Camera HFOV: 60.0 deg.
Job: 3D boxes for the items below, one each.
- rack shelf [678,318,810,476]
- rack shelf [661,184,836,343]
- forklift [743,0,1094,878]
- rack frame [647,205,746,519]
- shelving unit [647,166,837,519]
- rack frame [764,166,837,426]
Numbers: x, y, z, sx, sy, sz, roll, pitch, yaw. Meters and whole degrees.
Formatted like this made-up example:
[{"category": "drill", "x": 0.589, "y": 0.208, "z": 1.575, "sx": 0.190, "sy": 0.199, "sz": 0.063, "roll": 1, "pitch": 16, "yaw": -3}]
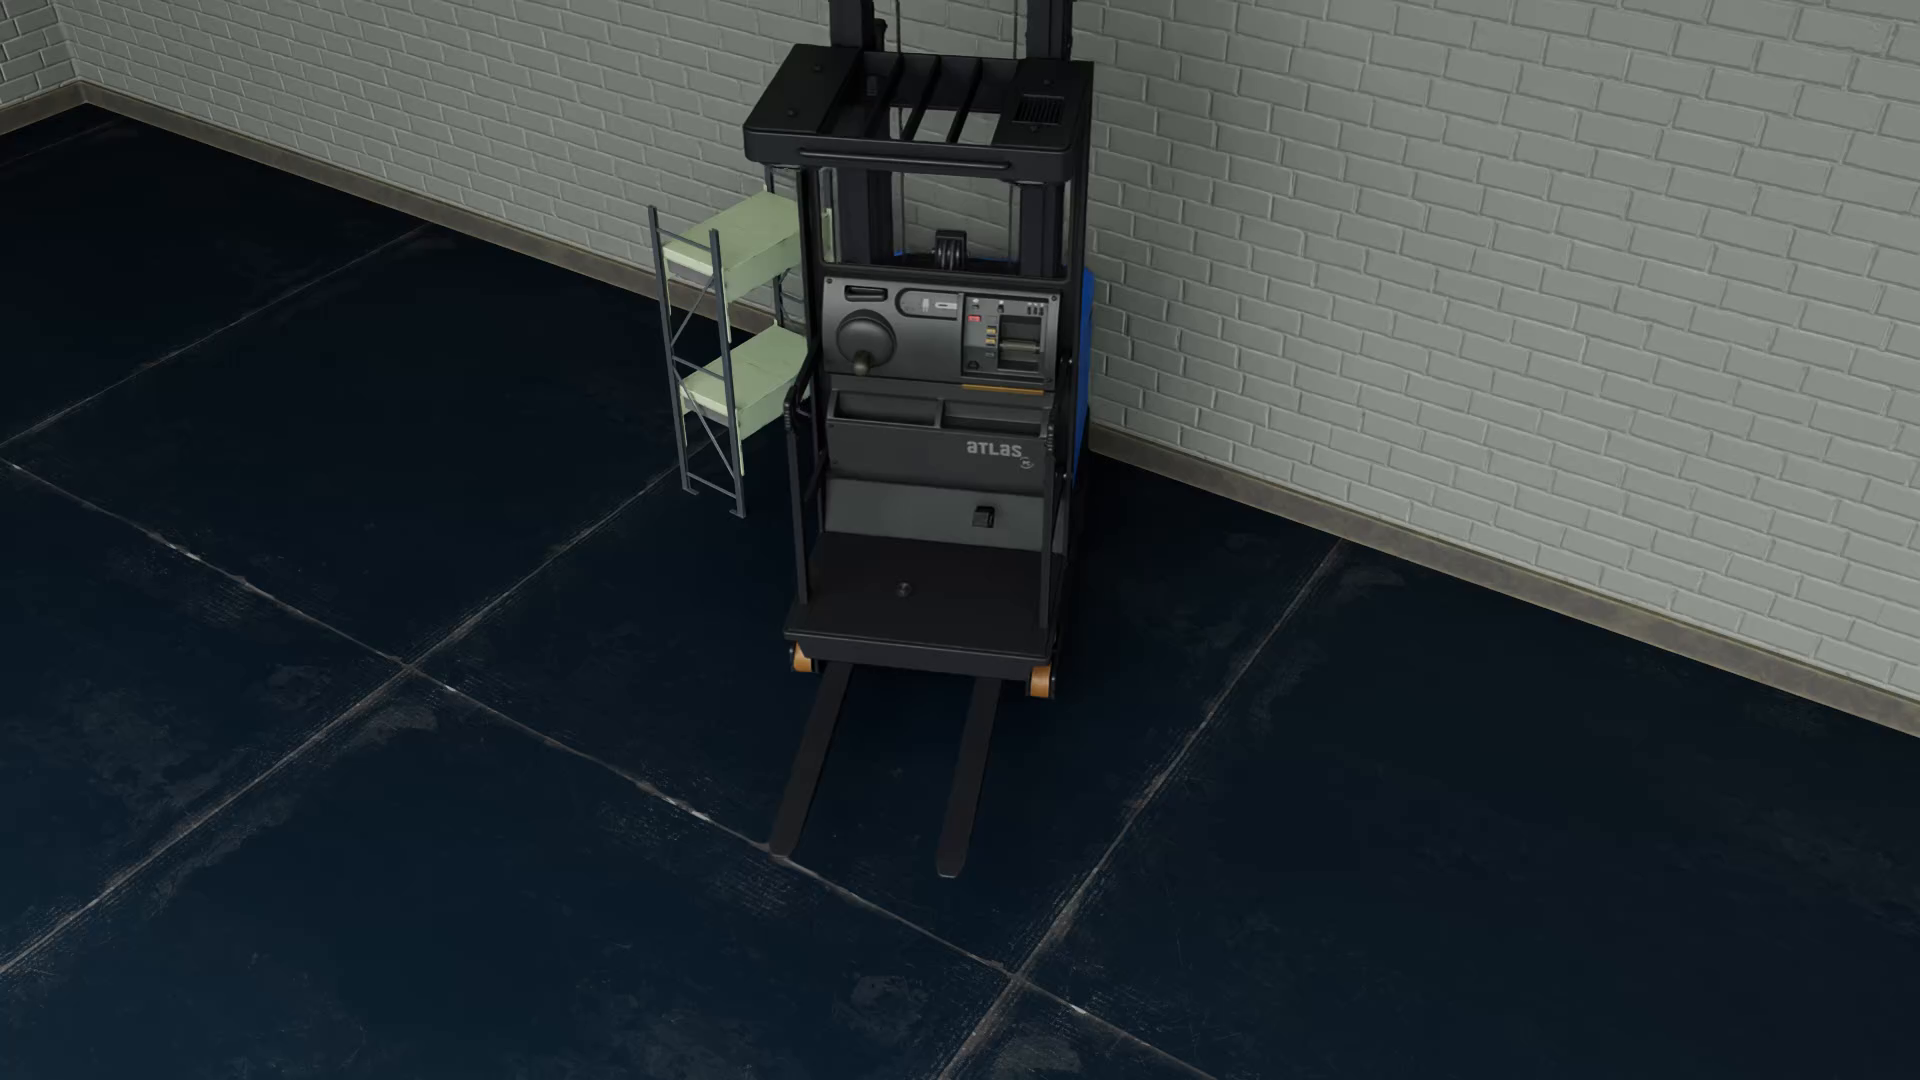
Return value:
[{"category": "rack shelf", "x": -0.959, "y": -0.693, "z": 7.955, "sx": 0.431, "sy": 0.370, "sz": 0.720, "roll": 25, "pitch": 44, "yaw": 29}, {"category": "rack shelf", "x": -0.959, "y": -1.261, "z": 7.518, "sx": 0.431, "sy": 0.370, "sz": 0.720, "roll": 25, "pitch": 44, "yaw": 29}, {"category": "forklift", "x": -0.108, "y": -0.742, "z": 6.312, "sx": 1.130, "sy": 2.935, "sz": 3.031, "roll": 5, "pitch": 38, "yaw": 7}, {"category": "rack frame", "x": -1.180, "y": -0.773, "z": 7.525, "sx": 0.400, "sy": 1.500, "sz": 0.023, "roll": 25, "pitch": 44, "yaw": 29}, {"category": "shelving unit", "x": -0.959, "y": -0.951, "z": 7.756, "sx": 0.431, "sy": 1.500, "sz": 0.755, "roll": 25, "pitch": 44, "yaw": 29}, {"category": "rack frame", "x": -0.738, "y": -1.130, "z": 7.987, "sx": 0.400, "sy": 1.500, "sz": 0.023, "roll": 25, "pitch": 44, "yaw": 29}]
